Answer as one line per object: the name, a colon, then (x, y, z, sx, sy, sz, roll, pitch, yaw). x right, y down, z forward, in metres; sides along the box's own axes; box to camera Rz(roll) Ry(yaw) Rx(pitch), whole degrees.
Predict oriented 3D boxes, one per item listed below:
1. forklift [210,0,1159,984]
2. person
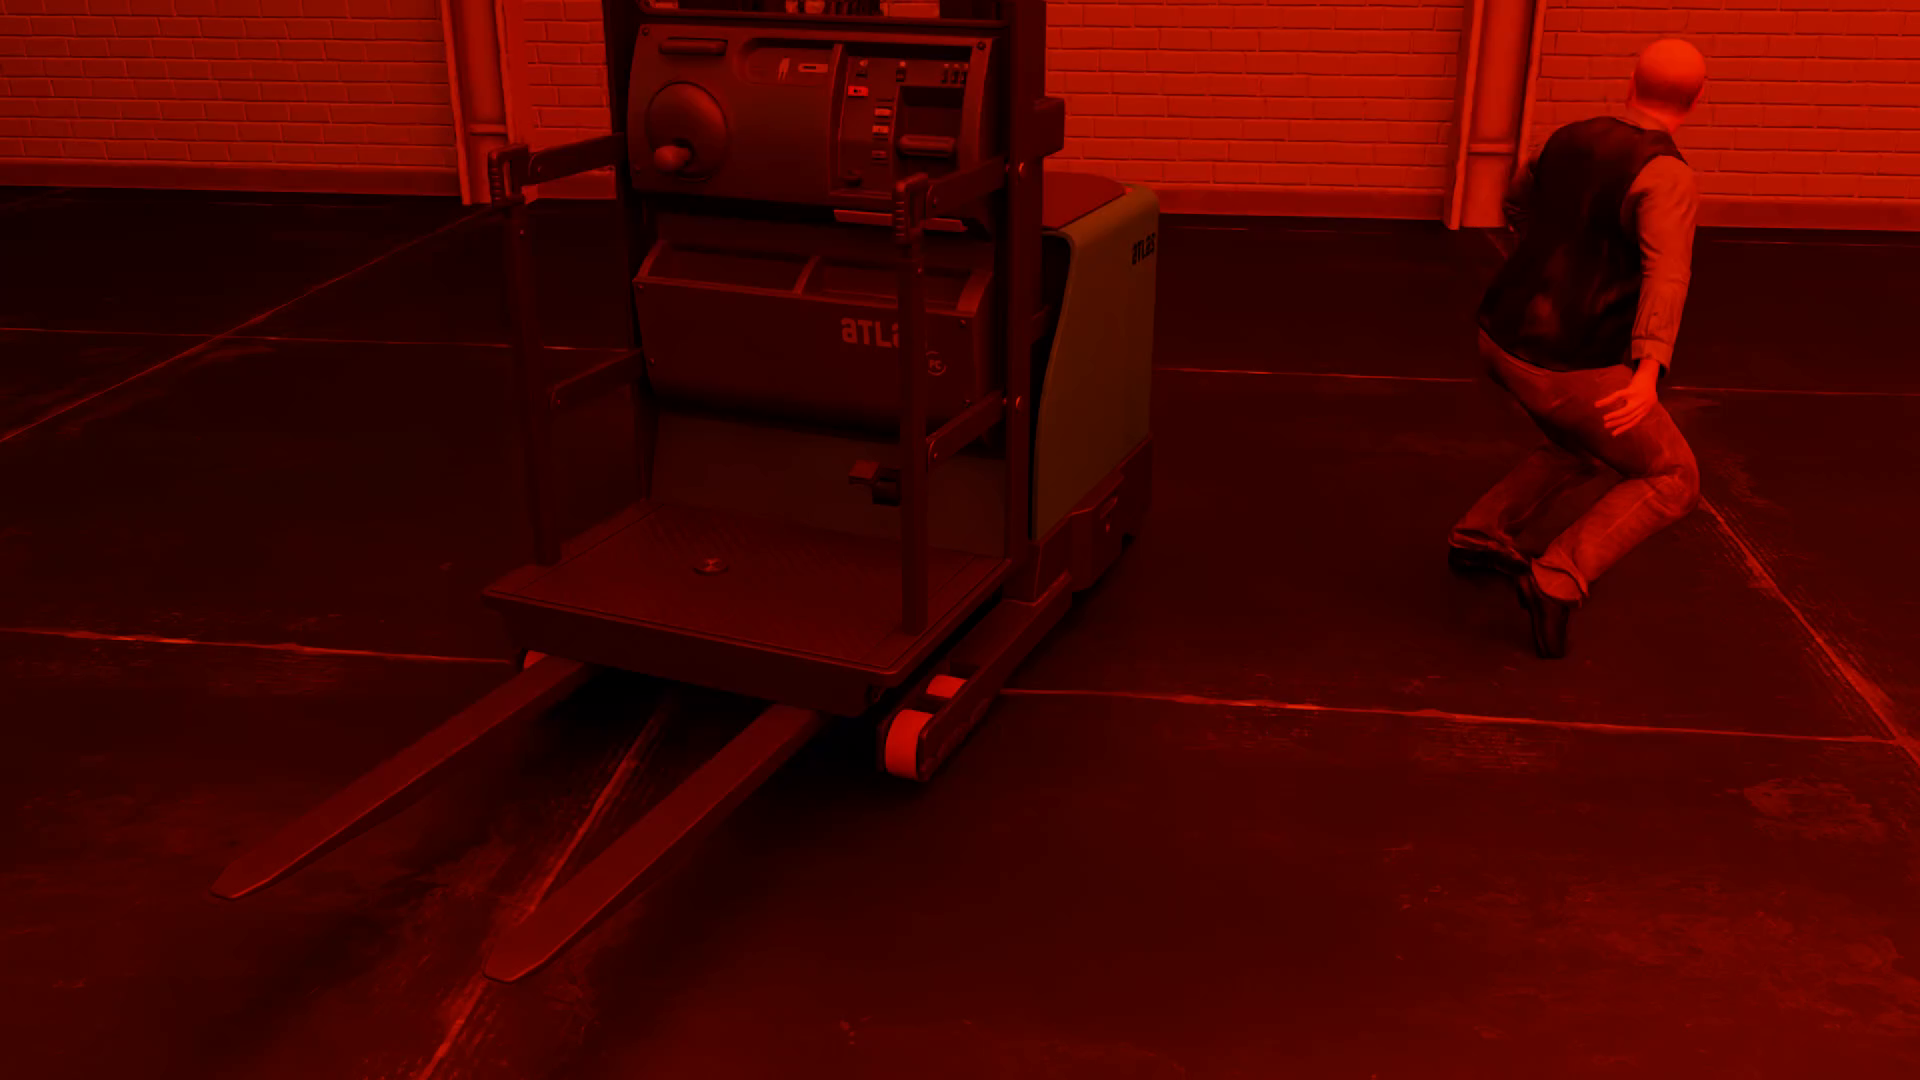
forklift: (-0.449, -0.987, 3.704, 1.130, 2.935, 3.031, 9, 24, 22)
person: (1.656, -0.473, 4.372, 0.502, 1.608, 0.967, -3, 22, -6)
